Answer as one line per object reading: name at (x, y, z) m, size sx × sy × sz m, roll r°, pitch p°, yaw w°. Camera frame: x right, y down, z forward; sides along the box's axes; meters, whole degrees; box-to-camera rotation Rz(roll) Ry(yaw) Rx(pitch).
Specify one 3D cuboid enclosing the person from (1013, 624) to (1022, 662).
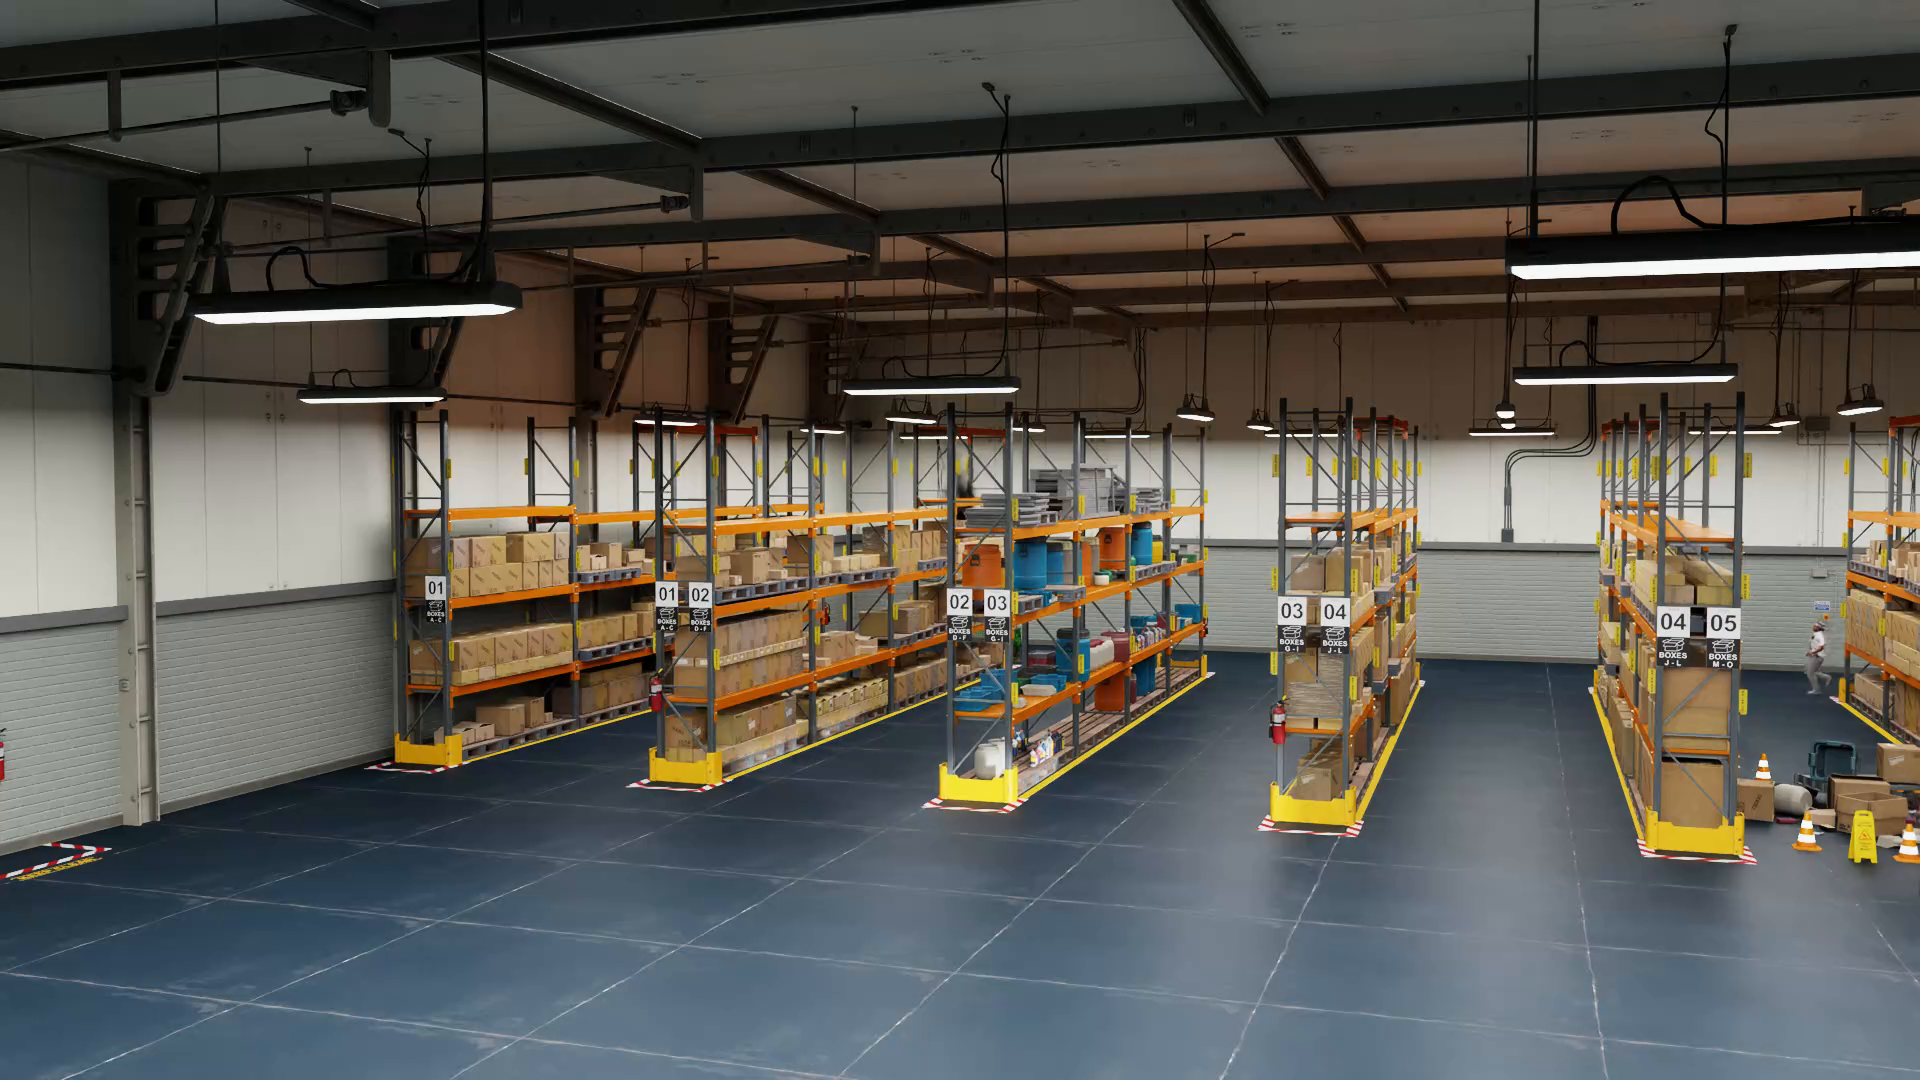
person at (1.443, 2.305, 42.824) m, size 0.610 × 1.717 × 0.642 m, roll 2°, pitch 3°, yaw 37°

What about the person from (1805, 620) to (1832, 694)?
person at (19.086, 2.604, 36.941) m, size 0.566 × 1.668 × 0.586 m, roll 1°, pitch 3°, yaw 25°
